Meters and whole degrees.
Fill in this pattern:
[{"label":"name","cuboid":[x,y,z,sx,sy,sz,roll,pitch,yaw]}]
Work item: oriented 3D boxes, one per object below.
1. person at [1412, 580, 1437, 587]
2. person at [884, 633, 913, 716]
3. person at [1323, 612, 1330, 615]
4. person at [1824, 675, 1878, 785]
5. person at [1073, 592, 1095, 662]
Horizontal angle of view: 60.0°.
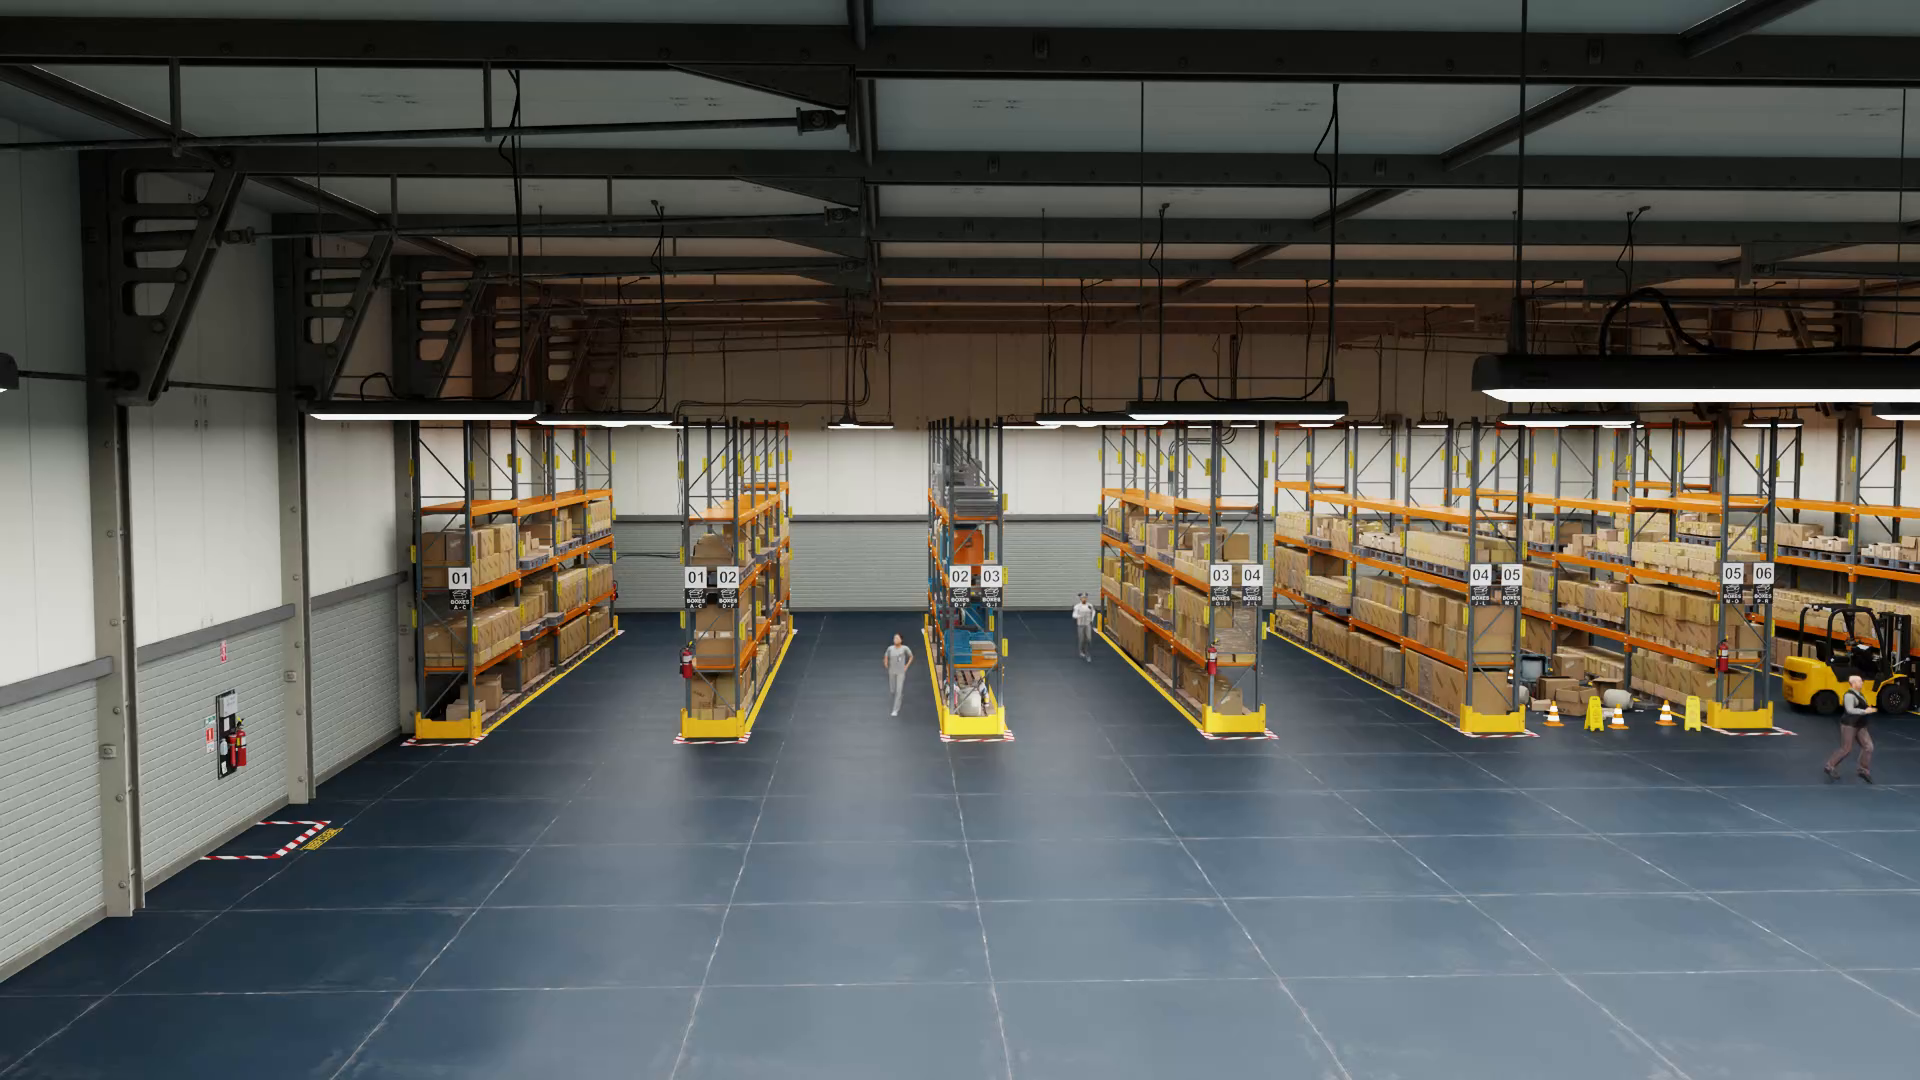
[{"label":"person","cuboid":[13.733,1.623,49.025,0.880,1.824,0.598,0,4,-5]},{"label":"person","cuboid":[-1.260,2.698,33.588,0.583,1.631,0.938,1,4,12]},{"label":"person","cuboid":[10.622,1.747,48.523,0.784,1.731,0.783,-2,4,-33]},{"label":"person","cuboid":[14.544,3.090,27.108,0.672,1.789,0.786,-3,5,-40]},{"label":"person","cuboid":[3.106,2.171,41.602,0.594,1.753,0.753,0,4,-2]}]
